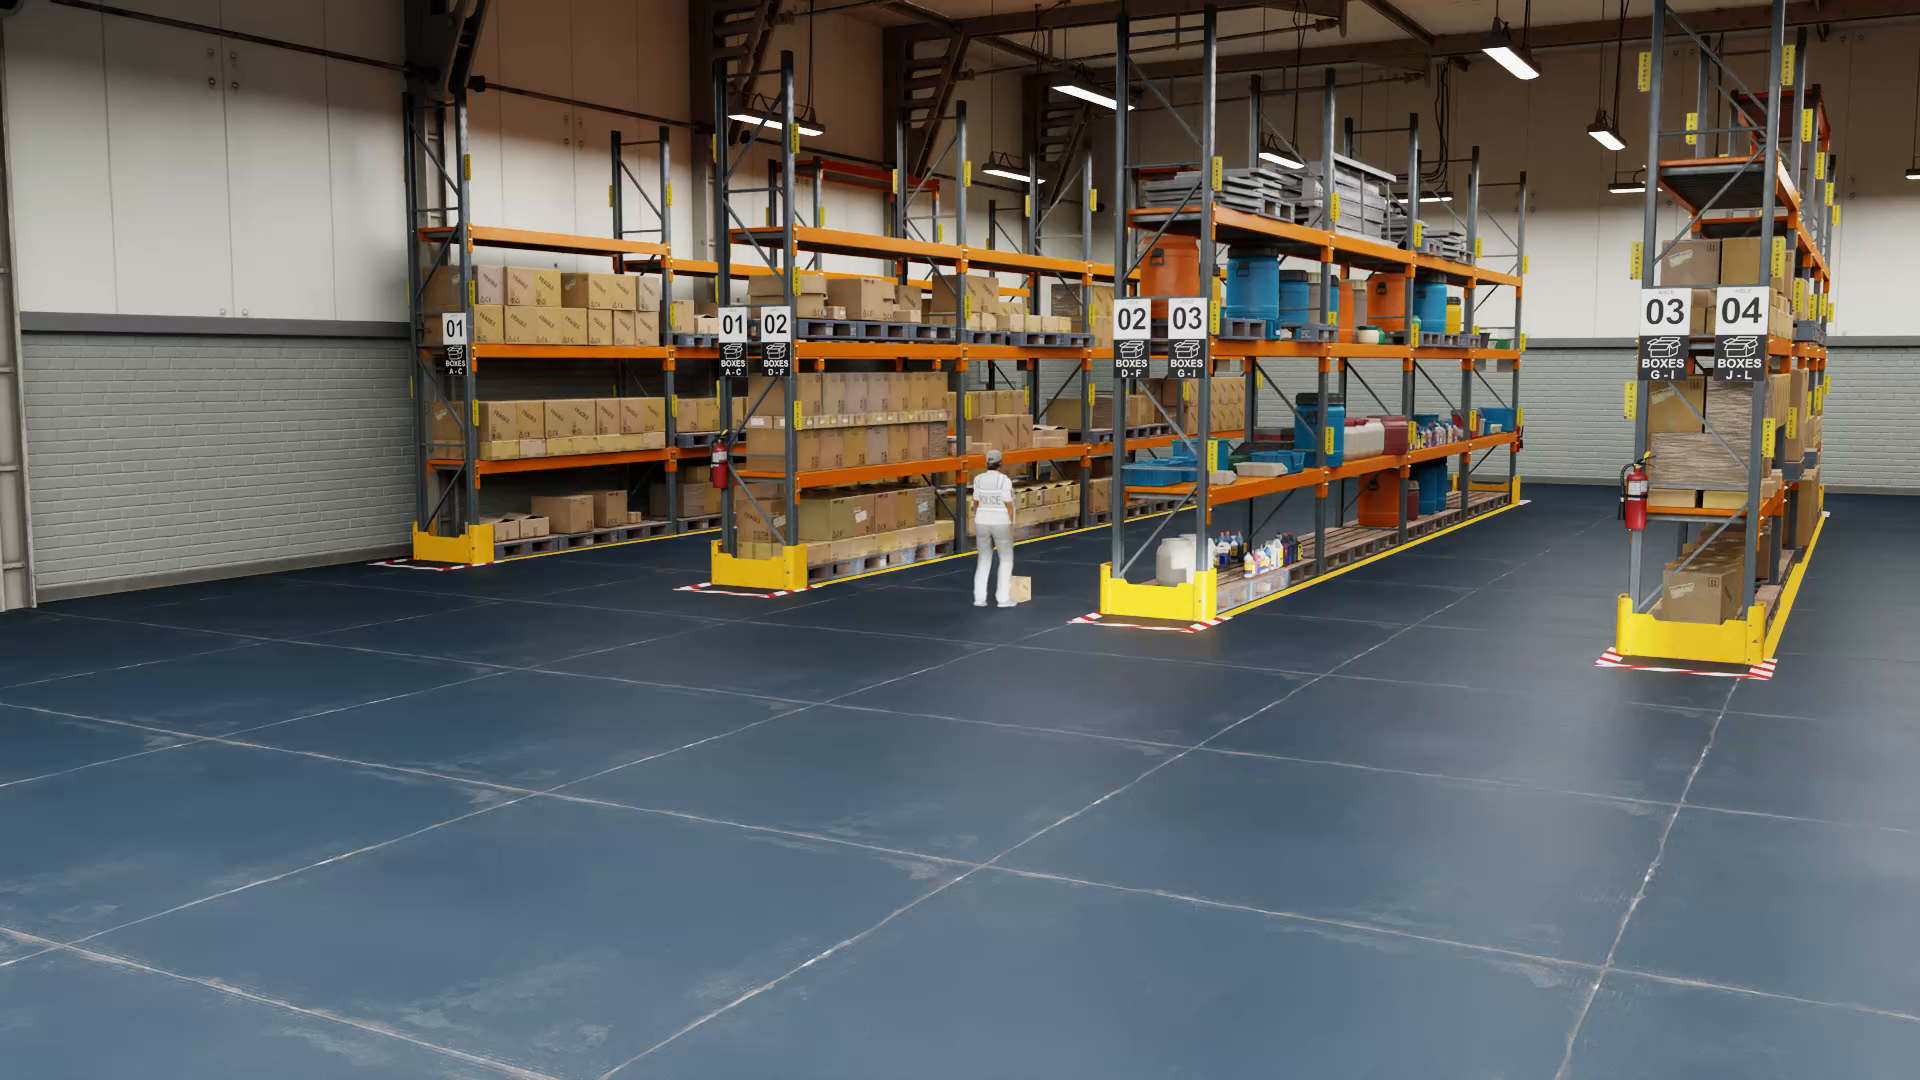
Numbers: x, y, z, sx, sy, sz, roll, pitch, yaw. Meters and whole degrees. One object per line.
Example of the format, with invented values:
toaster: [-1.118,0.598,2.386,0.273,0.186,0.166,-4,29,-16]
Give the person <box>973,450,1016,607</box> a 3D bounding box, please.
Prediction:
person: [0.366,-0.098,17.562,0.468,1.715,0.389,3,7,30]
